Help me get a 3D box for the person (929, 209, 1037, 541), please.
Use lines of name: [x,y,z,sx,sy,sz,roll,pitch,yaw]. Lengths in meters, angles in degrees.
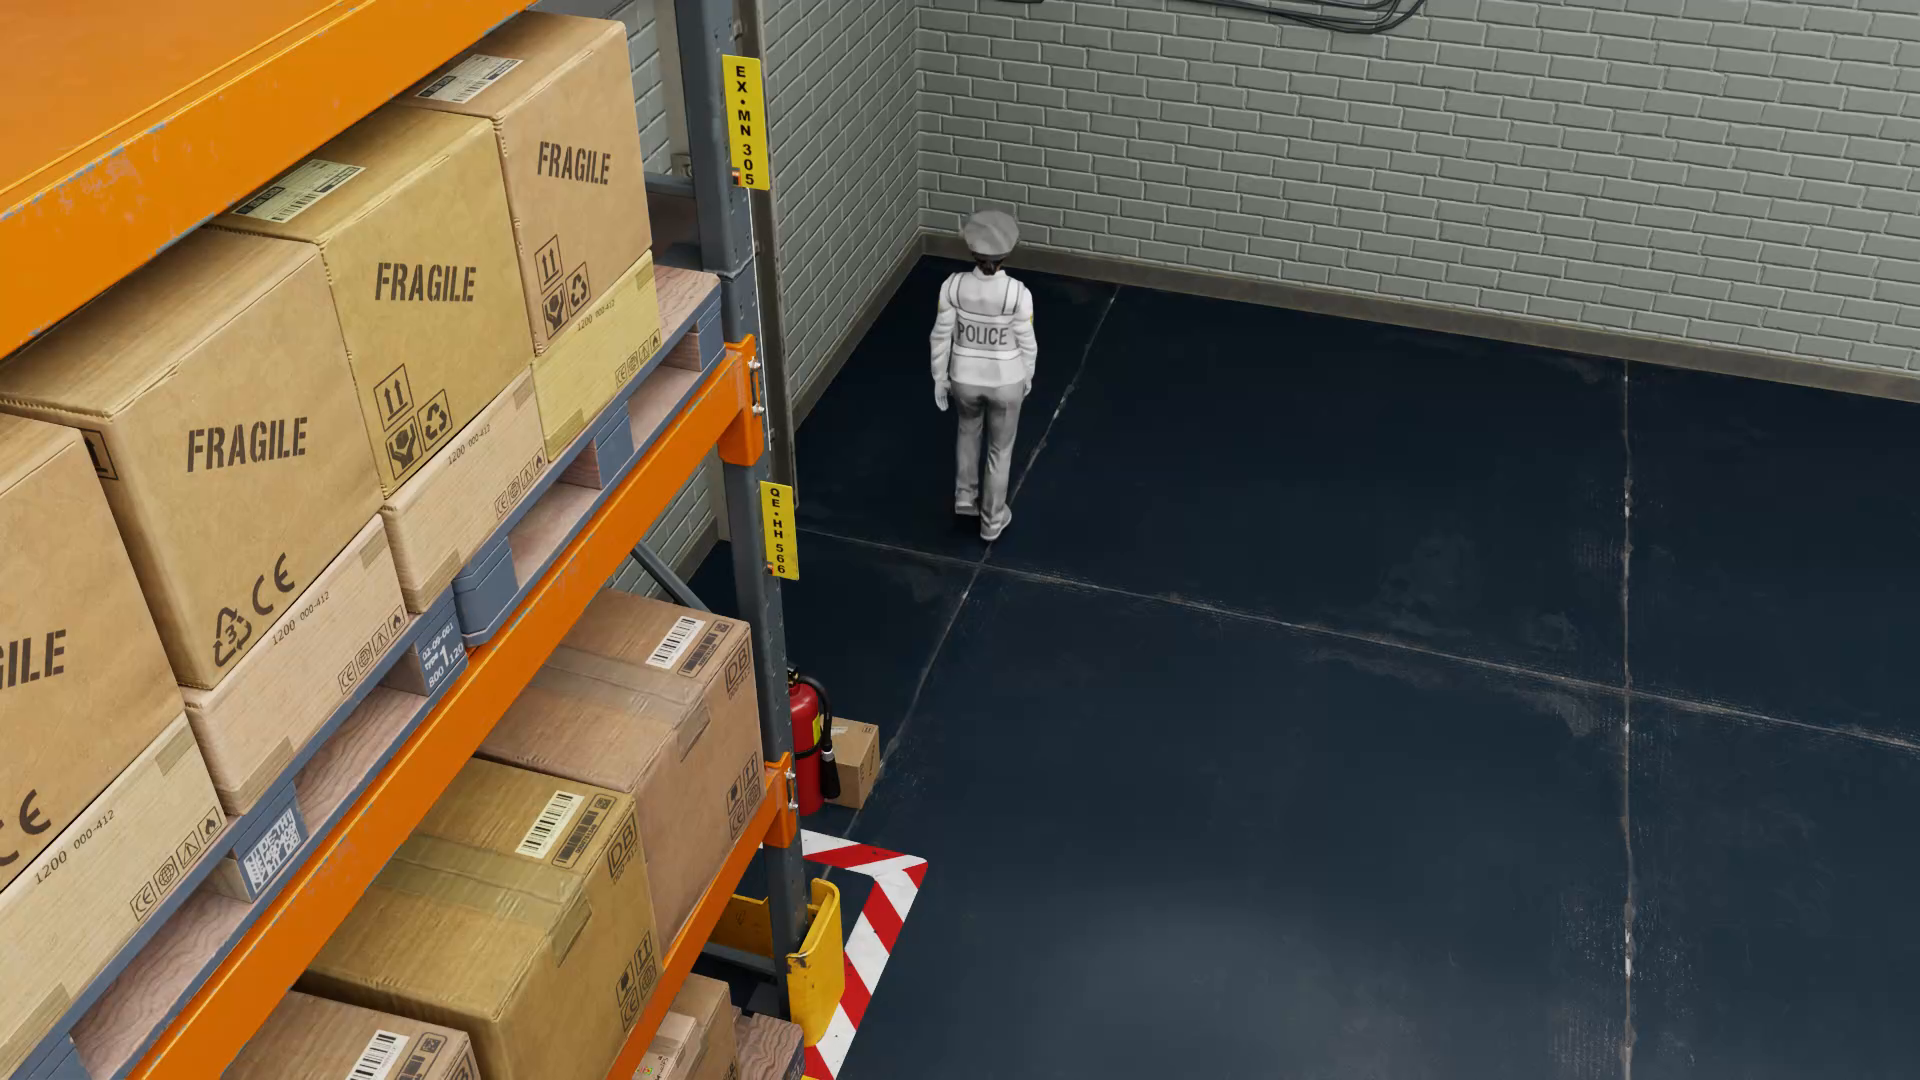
person: [0.133,-0.767,7.877,0.476,1.715,0.416,10,38,13]
